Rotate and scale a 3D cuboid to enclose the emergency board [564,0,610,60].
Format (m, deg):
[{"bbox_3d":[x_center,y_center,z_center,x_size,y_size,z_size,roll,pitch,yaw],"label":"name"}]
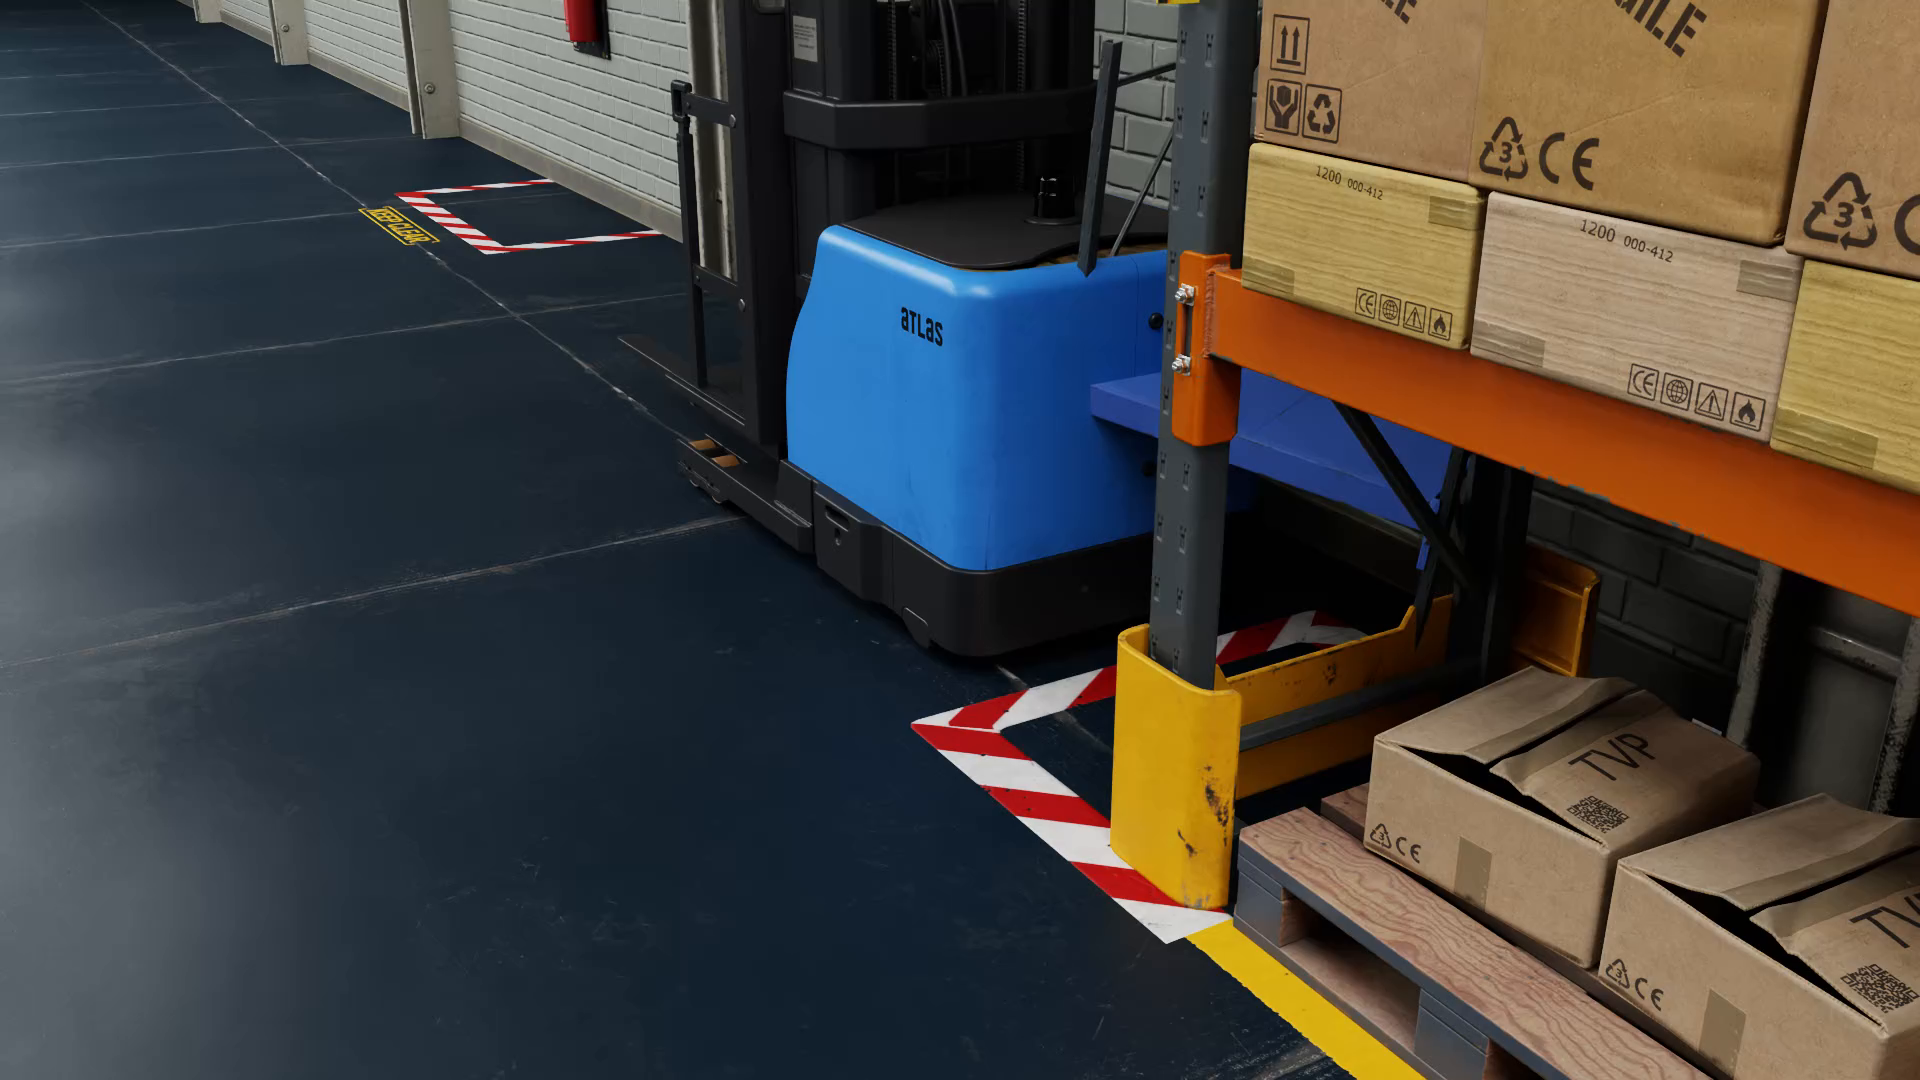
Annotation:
[{"bbox_3d":[-2.336,-3.498,9.934,0.194,1.169,0.643,-13,25,-28],"label":"emergency board"}]

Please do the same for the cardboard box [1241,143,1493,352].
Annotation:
[{"bbox_3d":[0.833,-0.529,2.803,0.500,0.250,0.500,-13,26,-30],"label":"cardboard box"}]

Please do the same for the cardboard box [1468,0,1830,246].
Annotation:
[{"bbox_3d":[1.087,-0.722,2.280,0.500,0.500,0.500,-13,25,-28],"label":"cardboard box"}]

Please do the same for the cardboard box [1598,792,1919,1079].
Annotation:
[{"bbox_3d":[1.424,0.659,2.693,0.500,0.311,0.500,-10,24,-24],"label":"cardboard box"}]

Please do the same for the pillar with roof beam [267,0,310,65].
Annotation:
[{"bbox_3d":[-10.937,-8.526,14.338,9.100,9.000,0.400,-13,25,-28],"label":"pillar with roof beam"}]

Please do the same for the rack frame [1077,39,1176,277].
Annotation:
[{"bbox_3d":[0.434,-0.596,4.423,0.032,1.500,0.500,22,34,29],"label":"rack frame"}]

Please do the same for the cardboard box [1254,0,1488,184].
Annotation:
[{"bbox_3d":[0.843,-0.884,2.678,0.500,0.500,0.500,-13,25,-28],"label":"cardboard box"}]

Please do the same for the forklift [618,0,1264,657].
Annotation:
[{"bbox_3d":[-0.322,-1.559,5.254,1.130,2.935,3.031,-13,25,-29],"label":"forklift"}]

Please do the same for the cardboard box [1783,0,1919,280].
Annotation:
[{"bbox_3d":[1.345,-0.553,1.866,0.500,0.500,0.500,-14,26,-30],"label":"cardboard box"}]

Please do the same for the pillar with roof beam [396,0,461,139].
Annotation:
[{"bbox_3d":[-7.872,-6.584,9.560,9.100,9.000,0.400,-13,25,-28],"label":"pillar with roof beam"}]

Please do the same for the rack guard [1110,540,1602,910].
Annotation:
[{"bbox_3d":[0.896,0.374,3.728,1.175,0.500,0.348,-13,25,-28],"label":"rack guard"}]

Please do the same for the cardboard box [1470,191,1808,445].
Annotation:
[{"bbox_3d":[1.111,-0.364,2.396,0.500,0.250,0.500,-13,26,-30],"label":"cardboard box"}]

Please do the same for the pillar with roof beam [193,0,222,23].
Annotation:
[{"bbox_3d":[-14.002,-10.469,19.117,9.100,9.000,0.400,-13,25,-28],"label":"pillar with roof beam"}]

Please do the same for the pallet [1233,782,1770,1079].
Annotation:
[{"bbox_3d":[1.281,0.777,3.118,1.003,0.211,1.213,-13,25,-28],"label":"pallet"}]

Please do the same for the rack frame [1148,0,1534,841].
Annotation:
[{"bbox_3d":[0.857,-0.809,3.318,1.000,3.000,0.127,-13,25,-28],"label":"rack frame"}]

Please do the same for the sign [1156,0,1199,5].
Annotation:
[{"bbox_3d":[0.391,-1.105,2.898,0.100,0.325,0.005,-13,25,-28],"label":"sign"}]

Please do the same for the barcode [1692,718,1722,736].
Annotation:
[{"bbox_3d":[1.486,0.399,3.321,0.001,0.075,0.075,-13,25,-28],"label":"barcode"}]

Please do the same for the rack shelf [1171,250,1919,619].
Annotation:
[{"bbox_3d":[1.879,0.172,1.860,1.077,0.370,4.000,-13,25,-28],"label":"rack shelf"}]

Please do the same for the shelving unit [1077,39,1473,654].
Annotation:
[{"bbox_3d":[0.846,-0.425,4.180,1.048,1.500,0.538,22,34,29],"label":"shelving unit"}]

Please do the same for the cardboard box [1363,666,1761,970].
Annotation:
[{"bbox_3d":[1.133,0.474,3.147,0.500,0.311,0.500,-16,27,-34],"label":"cardboard box"}]

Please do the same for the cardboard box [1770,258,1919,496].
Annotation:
[{"bbox_3d":[1.366,-0.198,1.988,0.500,0.250,0.500,-13,26,-29],"label":"cardboard box"}]

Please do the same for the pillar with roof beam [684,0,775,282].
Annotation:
[{"bbox_3d":[-4.808,-4.642,4.781,9.100,9.000,0.400,-13,25,-28],"label":"pillar with roof beam"}]

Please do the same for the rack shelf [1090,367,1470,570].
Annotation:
[{"bbox_3d":[0.833,-0.268,4.268,1.000,0.185,0.538,22,34,29],"label":"rack shelf"}]

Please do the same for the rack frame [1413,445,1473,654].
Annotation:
[{"bbox_3d":[1.259,-0.254,3.938,0.032,1.500,0.500,22,34,29],"label":"rack frame"}]
